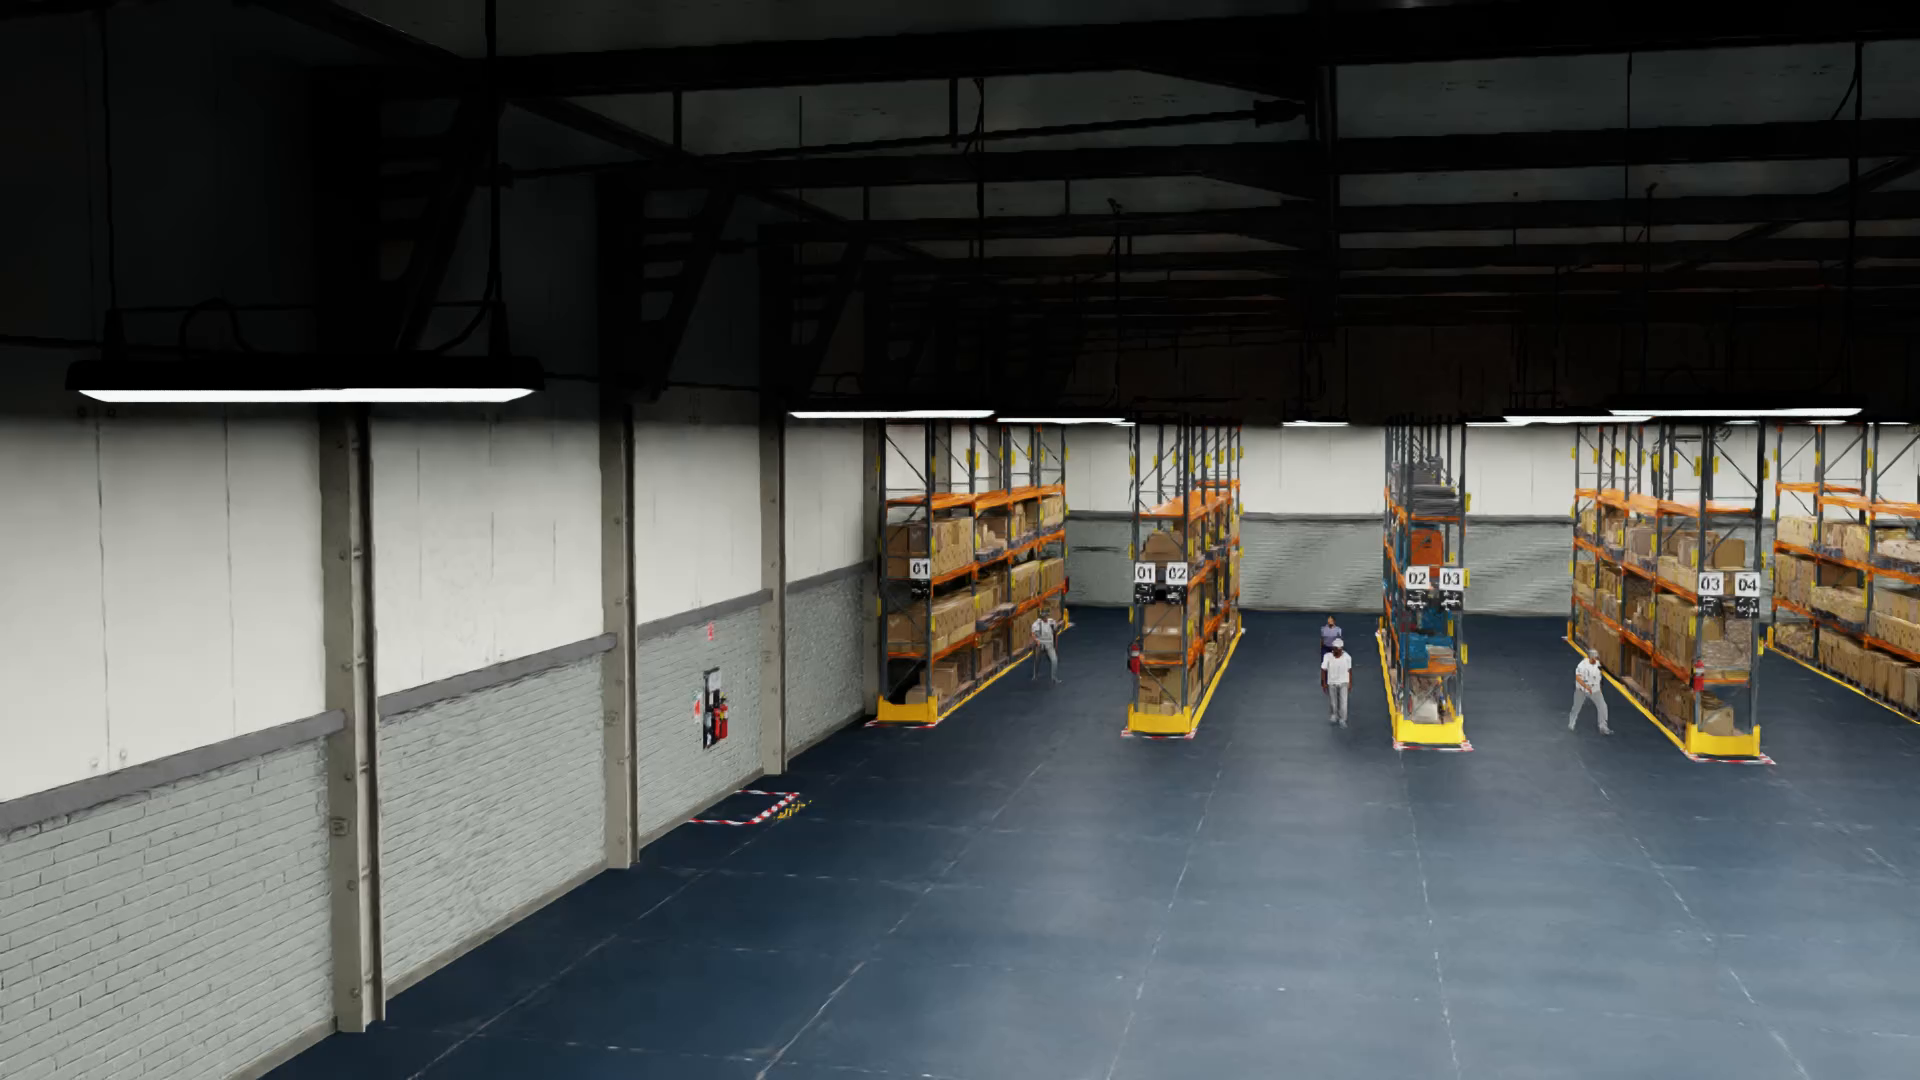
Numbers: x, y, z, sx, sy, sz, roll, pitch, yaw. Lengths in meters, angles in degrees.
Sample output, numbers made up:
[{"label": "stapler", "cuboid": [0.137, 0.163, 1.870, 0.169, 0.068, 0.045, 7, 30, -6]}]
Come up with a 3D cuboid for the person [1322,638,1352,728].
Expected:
[{"label": "person", "cuboid": [7.207, 2.710, 31.806, 0.579, 1.688, 1.108, 1, 4, 15]}]

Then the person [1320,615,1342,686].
[{"label": "person", "cuboid": [8.236, 2.430, 36.899, 0.478, 1.567, 1.093, 1, 4, 10]}]

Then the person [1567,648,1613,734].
[{"label": "person", "cuboid": [11.822, 2.805, 31.242, 0.656, 1.597, 0.818, 0, 4, -4]}]

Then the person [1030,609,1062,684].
[{"label": "person", "cuboid": [1.907, 2.349, 37.230, 0.700, 1.690, 0.863, 0, 4, -4]}]
